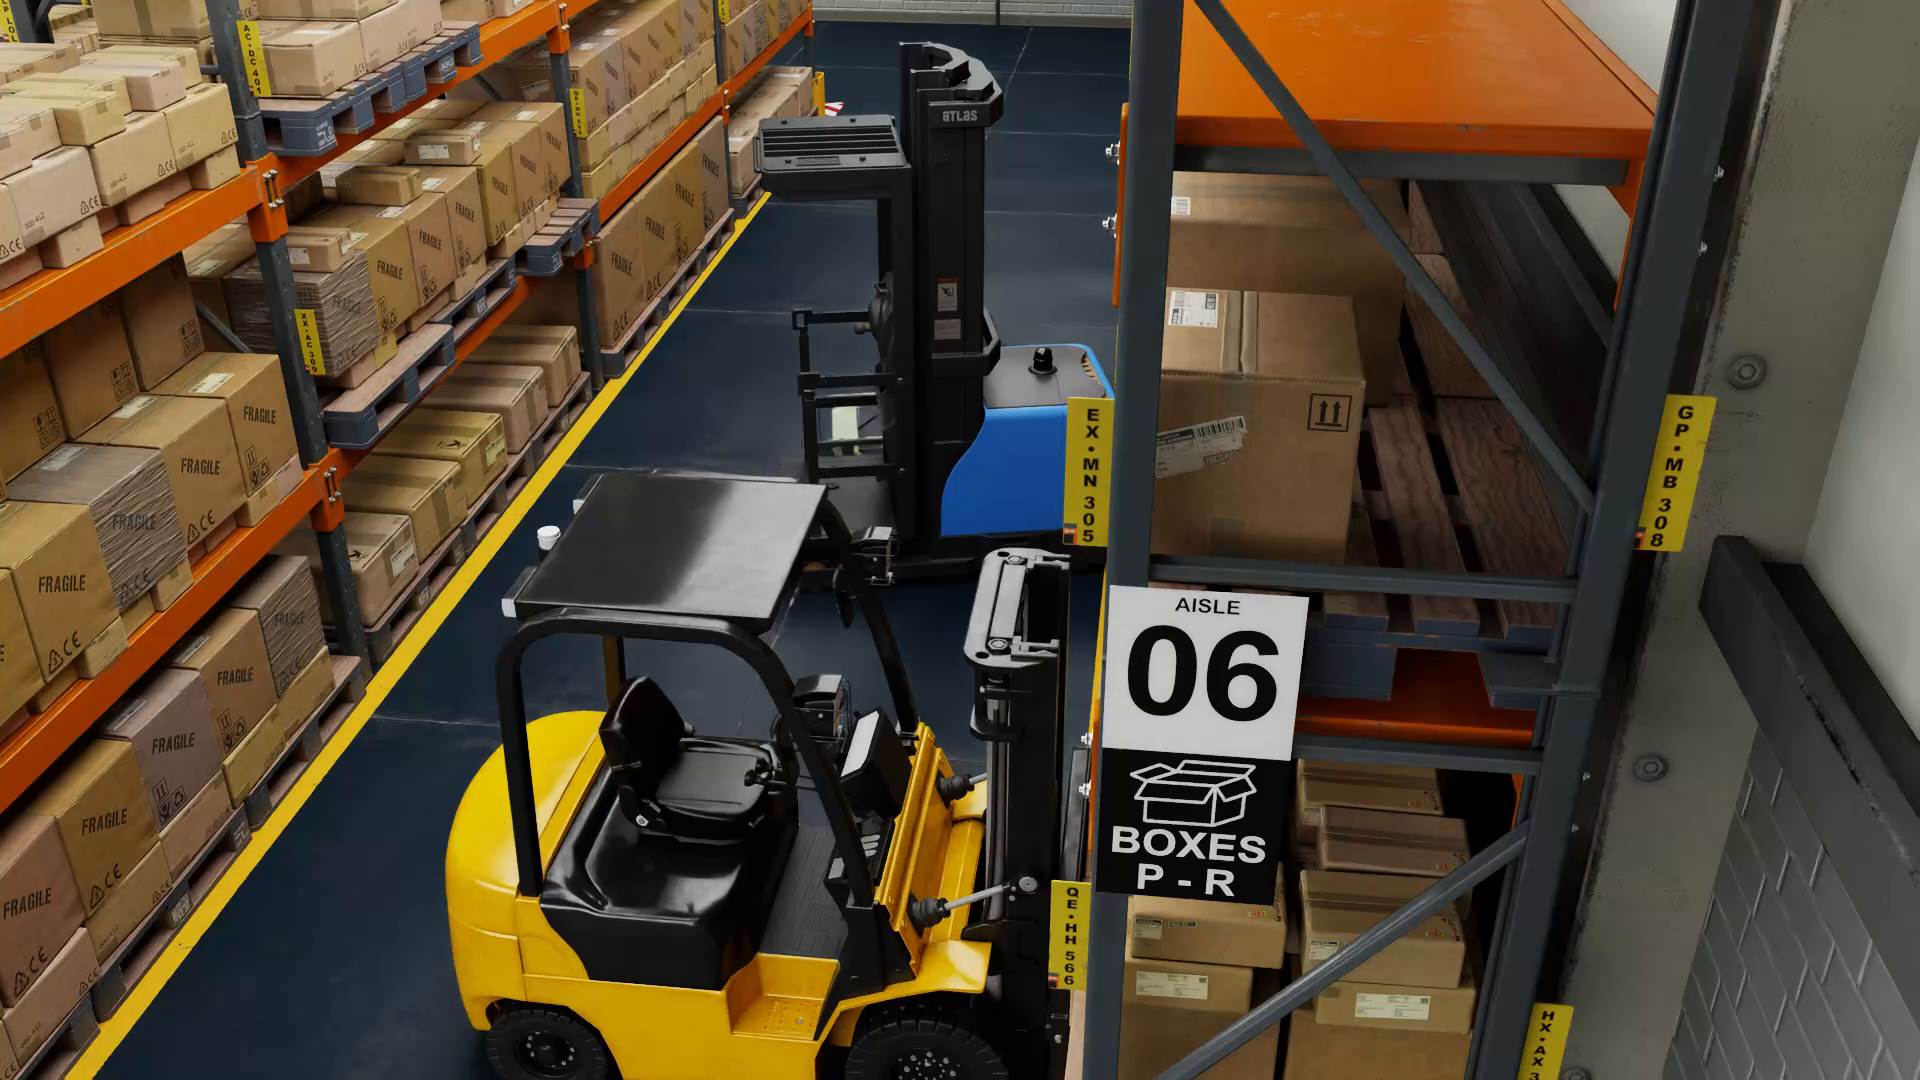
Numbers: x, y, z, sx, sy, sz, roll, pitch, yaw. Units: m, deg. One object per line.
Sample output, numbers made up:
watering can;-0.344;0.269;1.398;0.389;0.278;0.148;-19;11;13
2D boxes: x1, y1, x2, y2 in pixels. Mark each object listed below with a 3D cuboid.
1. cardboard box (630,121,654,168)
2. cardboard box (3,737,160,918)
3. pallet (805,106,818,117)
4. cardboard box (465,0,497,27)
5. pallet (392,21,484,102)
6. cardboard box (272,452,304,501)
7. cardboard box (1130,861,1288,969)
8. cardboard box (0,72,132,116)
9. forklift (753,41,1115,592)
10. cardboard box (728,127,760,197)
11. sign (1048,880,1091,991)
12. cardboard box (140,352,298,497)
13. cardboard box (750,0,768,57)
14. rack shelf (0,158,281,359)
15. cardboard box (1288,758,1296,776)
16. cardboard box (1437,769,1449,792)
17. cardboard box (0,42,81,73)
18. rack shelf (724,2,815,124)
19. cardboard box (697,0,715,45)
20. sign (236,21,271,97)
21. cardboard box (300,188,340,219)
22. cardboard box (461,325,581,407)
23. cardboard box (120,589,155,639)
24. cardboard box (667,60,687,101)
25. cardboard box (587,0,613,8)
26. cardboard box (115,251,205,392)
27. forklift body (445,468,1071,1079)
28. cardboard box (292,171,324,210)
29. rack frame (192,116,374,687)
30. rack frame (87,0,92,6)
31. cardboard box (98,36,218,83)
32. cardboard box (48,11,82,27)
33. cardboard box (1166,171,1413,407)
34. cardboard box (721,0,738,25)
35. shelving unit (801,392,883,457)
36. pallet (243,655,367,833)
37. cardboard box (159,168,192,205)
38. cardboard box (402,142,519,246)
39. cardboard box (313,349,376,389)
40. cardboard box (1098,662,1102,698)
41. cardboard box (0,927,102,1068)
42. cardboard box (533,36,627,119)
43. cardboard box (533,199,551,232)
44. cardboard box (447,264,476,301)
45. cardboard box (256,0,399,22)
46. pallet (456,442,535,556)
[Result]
cardboard box;-2.725;-3.111;13.019;0.500;0.250;0.500;4;29;8
cardboard box;-3.625;1.133;6.650;0.500;0.500;0.500;4;29;7
pallet;-2.190;-4.629;18.619;1.003;0.211;1.213;3;28;6
cardboard box;-3.276;-3.391;10.113;0.700;0.500;0.500;3;28;6
pallet;-3.334;-2.599;8.948;1.213;0.211;1.003;3;28;6
cardboard box;-3.377;-0.309;7.926;0.380;0.149;0.250;3;28;6
cardboard box;0.632;0.939;4.241;0.380;0.149;0.250;3;29;6
cardboard box;-3.538;-1.744;6.586;0.380;0.149;0.250;4;29;7
forklift;-0.621;-1.255;9.489;3.031;2.935;1.130;-3;28;-6
cardboard box;-2.476;-3.701;16.215;0.875;0.438;0.875;3;28;5
sign;0.260;0.929;3.893;0.100;0.325;0.005;3;28;6
cardboard box;-3.447;-0.540;7.671;0.500;0.500;0.500;3;28;5
cardboard box;-2.209;-5.074;16.401;0.500;0.500;0.500;4;29;7
rack shelf;-3.885;-0.651;5.892;1.077;0.370;4.000;3;28;6
cardboard box;1.232;0.836;5.430;0.500;0.500;0.500;3;28;6
cardboard box;1.294;0.632;5.125;0.380;0.149;0.250;4;29;7
cardboard box;-4.002;-2.020;7.099;0.380;0.149;0.250;3;28;5
rack shelf;-2.414;-4.979;17.088;1.077;0.370;4.000;3;28;6
cardboard box;-2.465;-4.614;14.492;0.500;0.500;0.500;4;29;8
sign;-3.100;-2.109;7.294;0.100;0.325;0.005;3;28;6
cardboard box;-3.682;-1.655;9.298;0.500;0.500;0.500;4;29;8
cardboard box;-3.229;-1.234;11.706;0.950;0.372;0.625;1;28;3
cardboard box;-3.559;0.288;6.818;0.380;0.149;0.250;3;28;5
cardboard box;-2.584;-3.807;13.785;0.500;0.250;0.500;4;29;7
cardboard box;-3.098;-4.171;13.670;0.500;0.500;0.500;3;28;5
cardboard box;-3.909;-1.009;7.488;0.700;0.500;0.500;3;28;6
forklift body;-0.781;0.956;6.208;2.313;2.155;1.214;3;28;6
cardboard box;-3.725;-1.920;9.106;0.380;0.149;0.250;2;28;4
rack frame;-3.640;-0.589;8.180;1.000;3.000;0.127;3;28;6
rack frame;-7.585;-4.595;15.616;1.000;3.000;0.127;3;28;6
cardboard box;-3.712;-2.311;7.931;0.500;0.250;0.500;3;28;5
cardboard box;-8.117;-4.640;14.896;0.380;0.149;0.250;4;29;8
cardboard box;0.834;-0.711;4.592;0.700;0.500;0.500;4;29;7
cardboard box;-2.361;-5.049;15.299;0.500;0.500;0.500;4;29;7
shelving unit;-0.279;-0.658;10.977;1.500;0.431;0.755;-4;28;-3
pallet;-3.687;0.957;8.251;1.003;0.211;1.213;3;28;6
cardboard box;-3.494;-1.519;7.009;0.380;0.149;0.250;4;29;7
cardboard box;-3.043;-2.120;10.160;0.500;0.500;0.500;1;28;3
cardboard box;-3.258;-0.905;8.589;0.380;0.149;0.250;4;29;7
cardboard box;0.844;0.733;7.129;0.500;0.250;0.500;3;28;6
cardboard box;-3.686;1.716;6.358;0.500;0.250;0.500;4;29;8
cardboard box;-2.795;-3.408;12.253;0.500;0.500;0.500;3;29;6
cardboard box;-2.904;-2.126;10.856;0.380;0.149;0.250;3;28;6
cardboard box;-3.071;-1.517;9.725;0.380;0.149;0.250;4;29;8
cardboard box;-3.119;-2.735;8.190;0.500;0.250;0.500;3;28;5
pallet;-3.399;-0.304;10.591;1.003;0.211;1.213;3;28;6
